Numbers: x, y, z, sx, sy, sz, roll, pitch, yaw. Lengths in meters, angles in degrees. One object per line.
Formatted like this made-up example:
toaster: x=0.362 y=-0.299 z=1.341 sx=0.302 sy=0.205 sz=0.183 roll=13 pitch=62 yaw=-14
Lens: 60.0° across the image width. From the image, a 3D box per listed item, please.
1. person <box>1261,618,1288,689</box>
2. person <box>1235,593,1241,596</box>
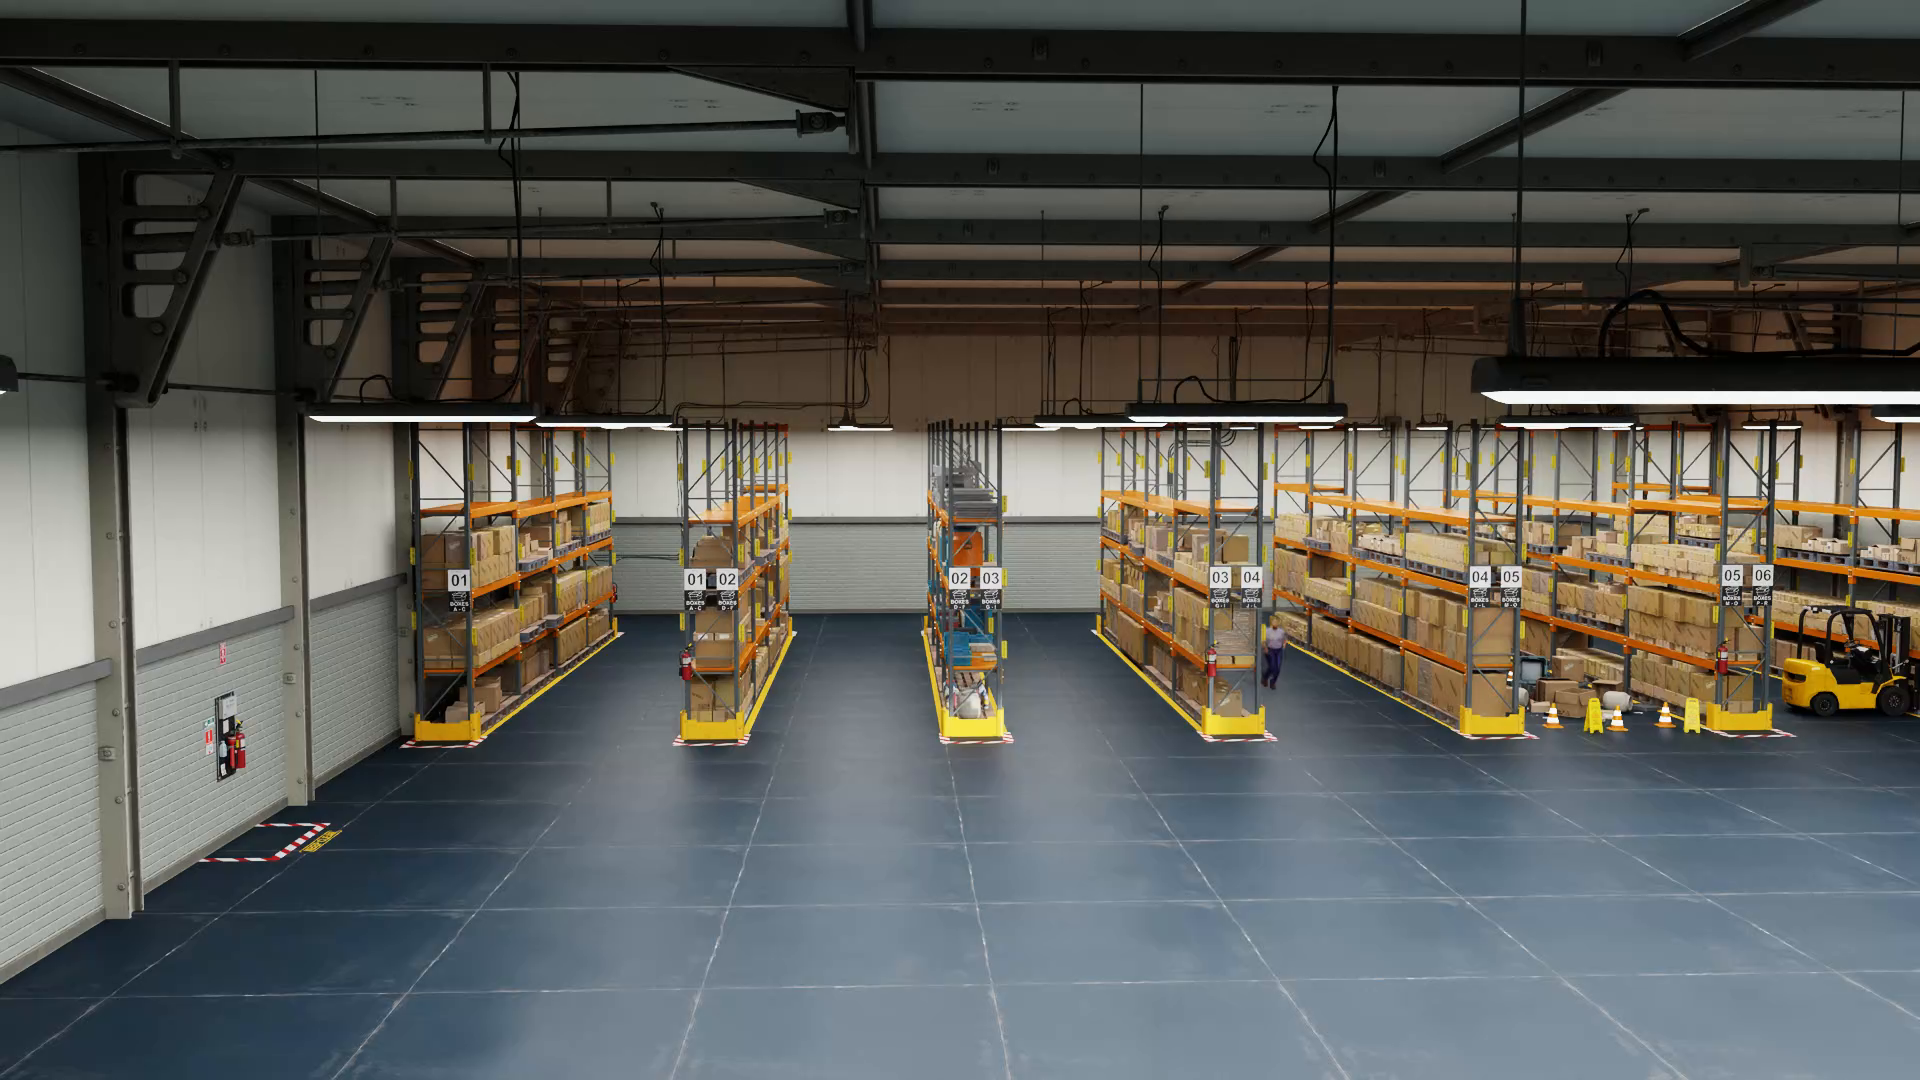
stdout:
person: x=7.044 y=2.542 z=37.150 sx=0.591 sy=1.614 sz=0.554 roll=0 pitch=4 yaw=-7
person: x=7.674 y=1.912 z=47.165 sx=0.633 sy=1.606 sz=0.528 roll=2 pitch=4 yaw=29
